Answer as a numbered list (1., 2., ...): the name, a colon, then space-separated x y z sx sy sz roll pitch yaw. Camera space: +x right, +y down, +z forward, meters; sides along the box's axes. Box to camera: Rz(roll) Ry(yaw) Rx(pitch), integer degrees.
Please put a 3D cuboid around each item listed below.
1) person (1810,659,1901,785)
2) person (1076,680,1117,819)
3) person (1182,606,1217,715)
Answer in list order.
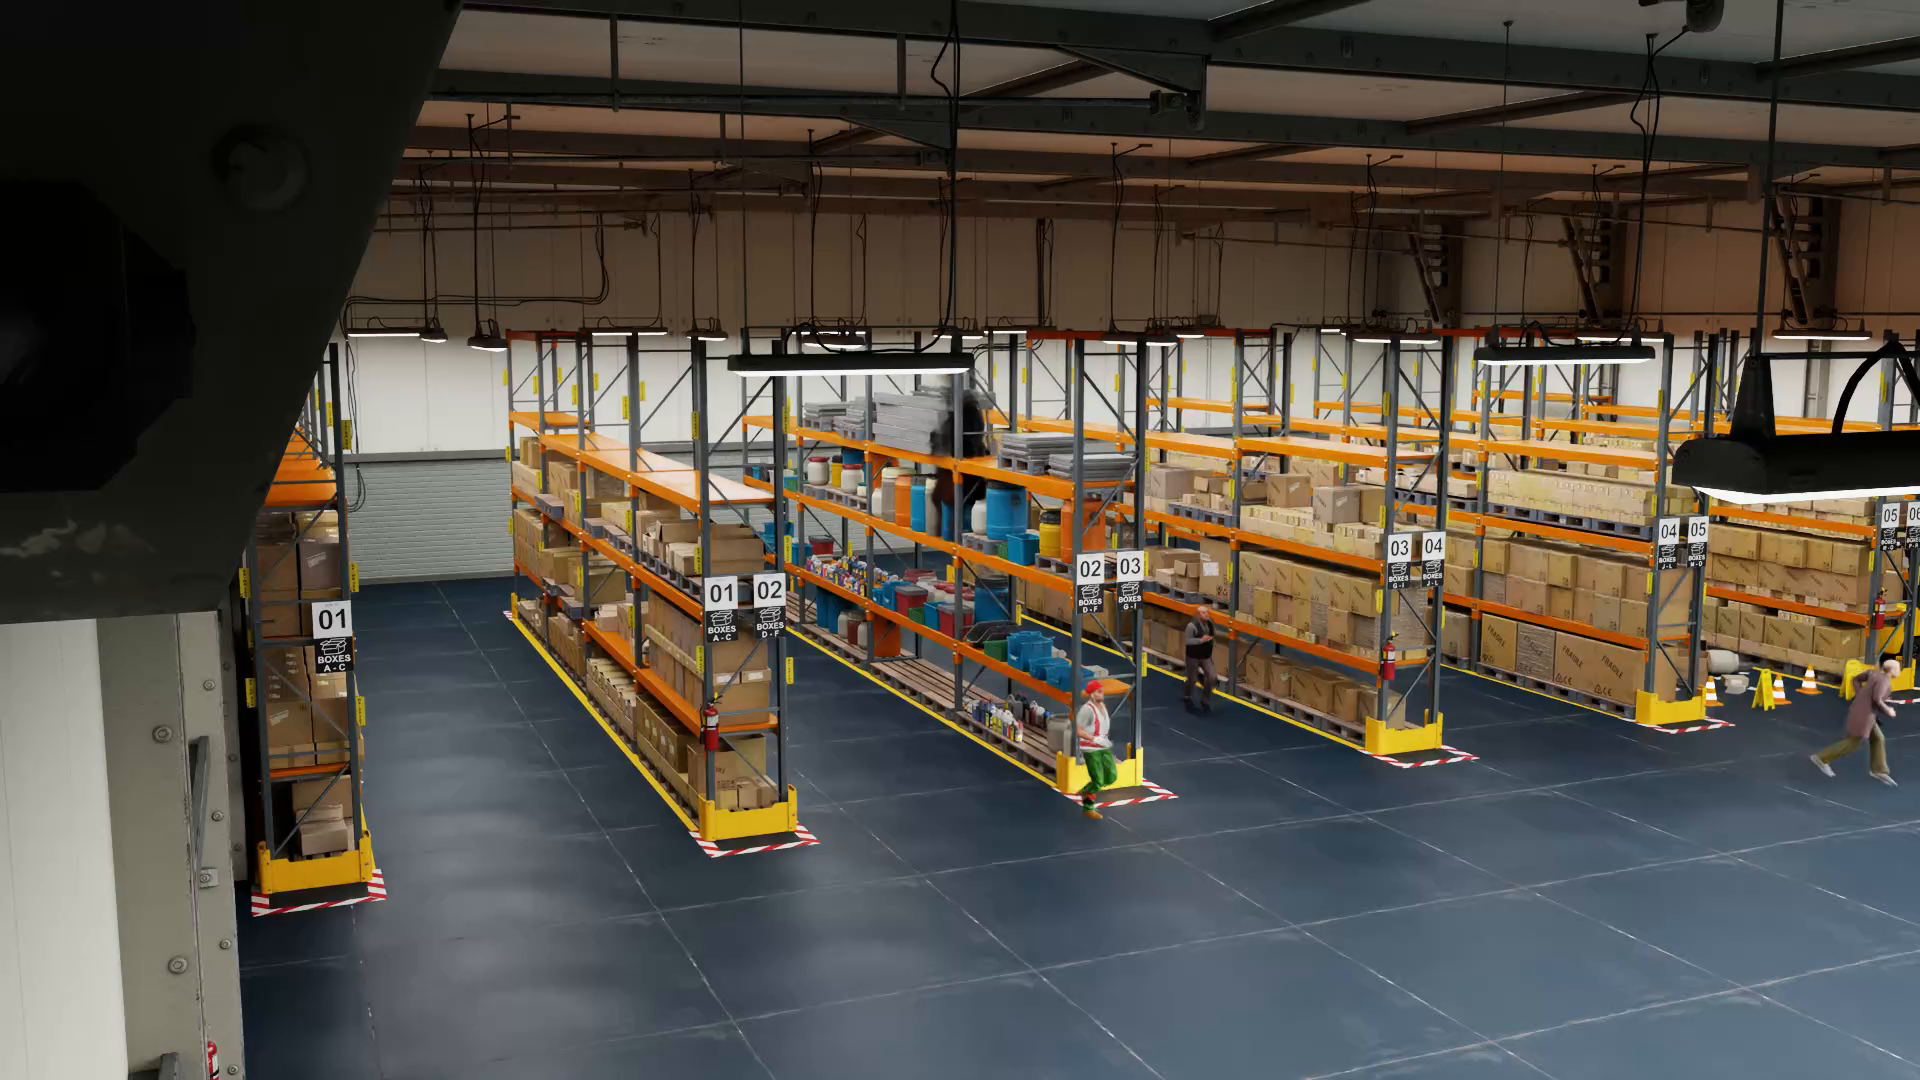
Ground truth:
1. person: 12.152 2.453 22.539 1.098 1.739 0.751 2 8 11
2. person: 1.722 2.629 20.911 0.581 1.754 0.666 5 9 34
3. person: 3.796 1.907 26.462 0.628 1.776 0.828 -3 8 -23
